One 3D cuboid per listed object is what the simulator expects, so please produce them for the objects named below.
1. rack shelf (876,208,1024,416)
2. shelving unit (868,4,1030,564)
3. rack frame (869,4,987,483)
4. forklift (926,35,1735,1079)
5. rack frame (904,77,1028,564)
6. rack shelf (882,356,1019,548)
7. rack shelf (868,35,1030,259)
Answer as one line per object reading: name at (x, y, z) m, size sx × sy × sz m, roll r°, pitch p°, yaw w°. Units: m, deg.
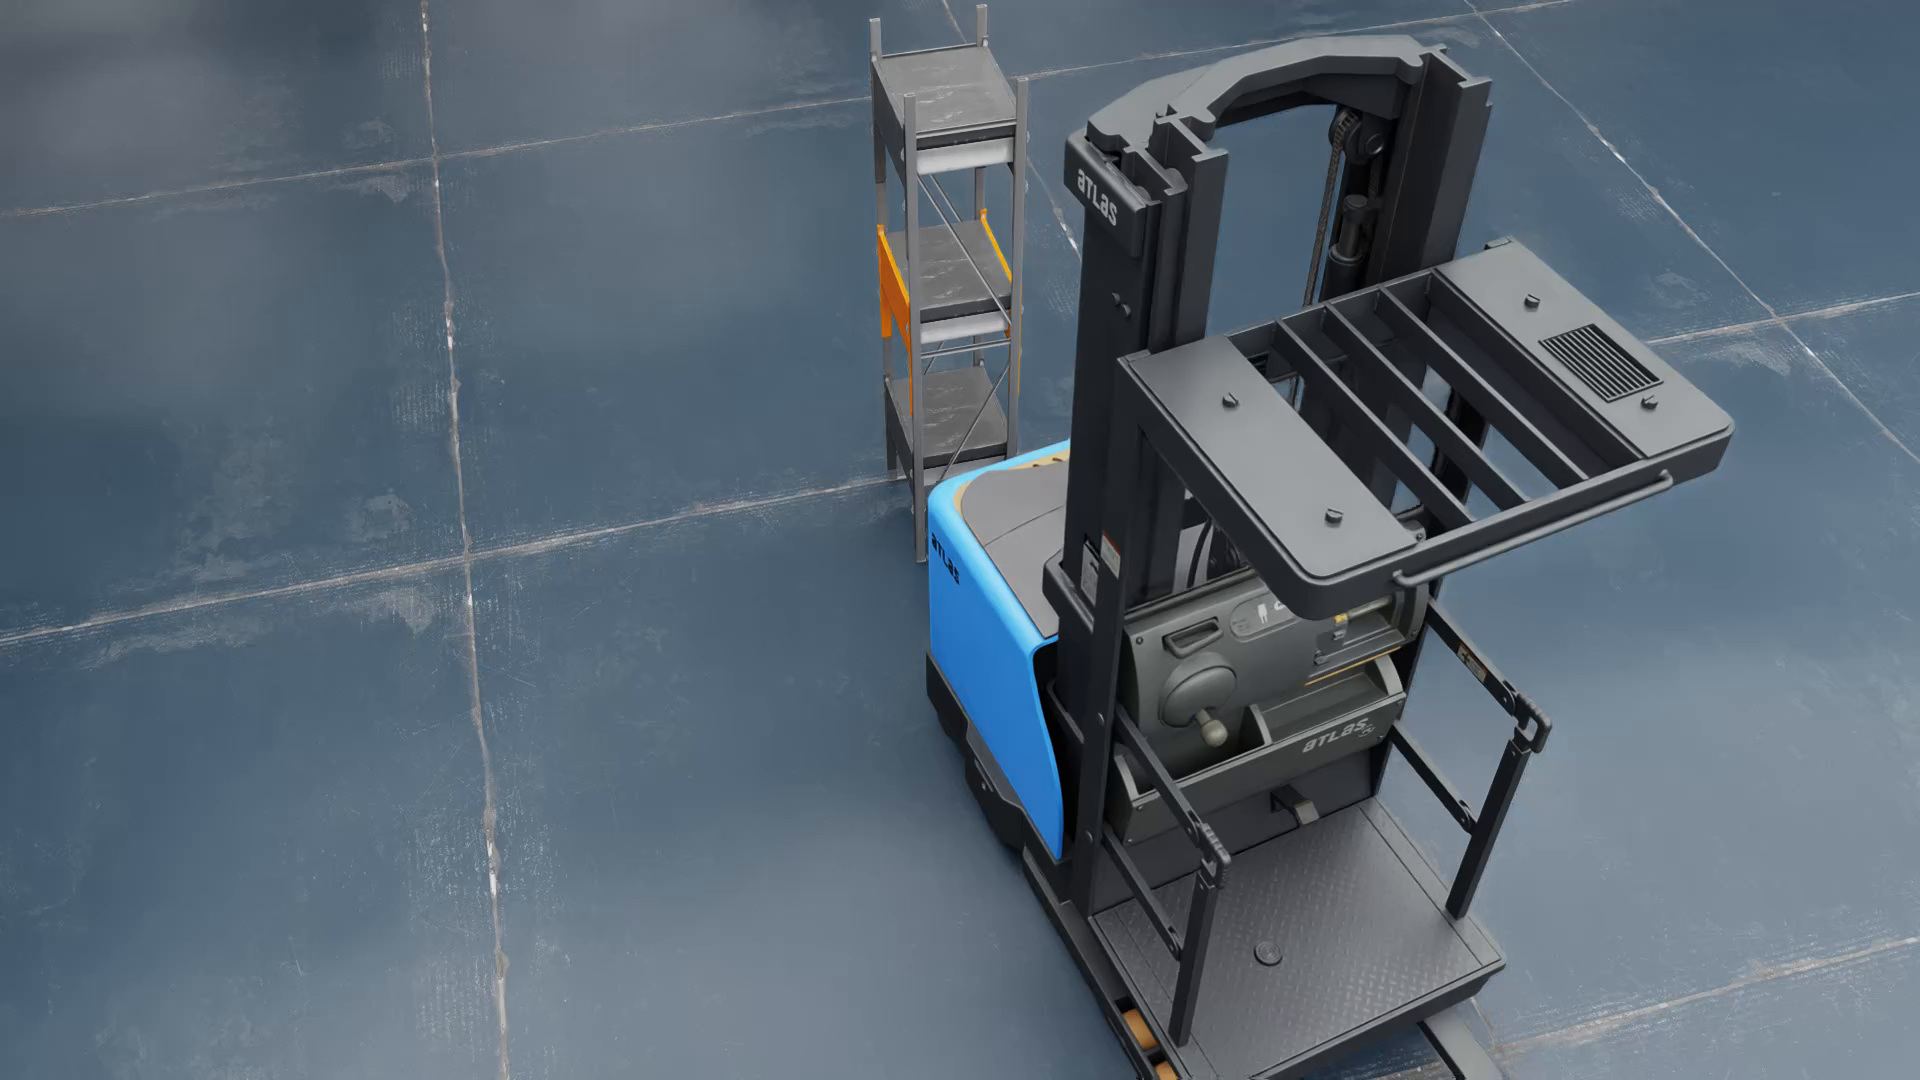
rack shelf at (-0.042, -0.840, 6.122) m, size 0.431 × 0.518 × 0.480 m, roll -11°, pitch 47°, yaw -10°
shelving unit at (-0.042, -0.849, 6.112) m, size 0.431 × 2.100 × 0.503 m, roll -11°, pitch 47°, yaw -10°
rack frame at (-0.105, -1.018, 6.277) m, size 0.400 × 2.100 × 0.015 m, roll -11°, pitch 47°, yaw -10°
forklift at (0.965, 0.351, 4.354) m, size 1.130 × 2.935 × 3.031 m, roll -19°, pitch 48°, yaw -17°
rack frame at (0.020, -0.681, 5.947) m, size 0.400 × 2.100 × 0.015 m, roll -11°, pitch 47°, yaw -10°
rack shelf at (-0.042, -0.350, 6.622) m, size 0.431 × 0.518 × 0.480 m, roll -11°, pitch 47°, yaw -10°
rack shelf at (-0.042, -1.330, 5.622) m, size 0.431 × 0.518 × 0.480 m, roll -11°, pitch 47°, yaw -10°
